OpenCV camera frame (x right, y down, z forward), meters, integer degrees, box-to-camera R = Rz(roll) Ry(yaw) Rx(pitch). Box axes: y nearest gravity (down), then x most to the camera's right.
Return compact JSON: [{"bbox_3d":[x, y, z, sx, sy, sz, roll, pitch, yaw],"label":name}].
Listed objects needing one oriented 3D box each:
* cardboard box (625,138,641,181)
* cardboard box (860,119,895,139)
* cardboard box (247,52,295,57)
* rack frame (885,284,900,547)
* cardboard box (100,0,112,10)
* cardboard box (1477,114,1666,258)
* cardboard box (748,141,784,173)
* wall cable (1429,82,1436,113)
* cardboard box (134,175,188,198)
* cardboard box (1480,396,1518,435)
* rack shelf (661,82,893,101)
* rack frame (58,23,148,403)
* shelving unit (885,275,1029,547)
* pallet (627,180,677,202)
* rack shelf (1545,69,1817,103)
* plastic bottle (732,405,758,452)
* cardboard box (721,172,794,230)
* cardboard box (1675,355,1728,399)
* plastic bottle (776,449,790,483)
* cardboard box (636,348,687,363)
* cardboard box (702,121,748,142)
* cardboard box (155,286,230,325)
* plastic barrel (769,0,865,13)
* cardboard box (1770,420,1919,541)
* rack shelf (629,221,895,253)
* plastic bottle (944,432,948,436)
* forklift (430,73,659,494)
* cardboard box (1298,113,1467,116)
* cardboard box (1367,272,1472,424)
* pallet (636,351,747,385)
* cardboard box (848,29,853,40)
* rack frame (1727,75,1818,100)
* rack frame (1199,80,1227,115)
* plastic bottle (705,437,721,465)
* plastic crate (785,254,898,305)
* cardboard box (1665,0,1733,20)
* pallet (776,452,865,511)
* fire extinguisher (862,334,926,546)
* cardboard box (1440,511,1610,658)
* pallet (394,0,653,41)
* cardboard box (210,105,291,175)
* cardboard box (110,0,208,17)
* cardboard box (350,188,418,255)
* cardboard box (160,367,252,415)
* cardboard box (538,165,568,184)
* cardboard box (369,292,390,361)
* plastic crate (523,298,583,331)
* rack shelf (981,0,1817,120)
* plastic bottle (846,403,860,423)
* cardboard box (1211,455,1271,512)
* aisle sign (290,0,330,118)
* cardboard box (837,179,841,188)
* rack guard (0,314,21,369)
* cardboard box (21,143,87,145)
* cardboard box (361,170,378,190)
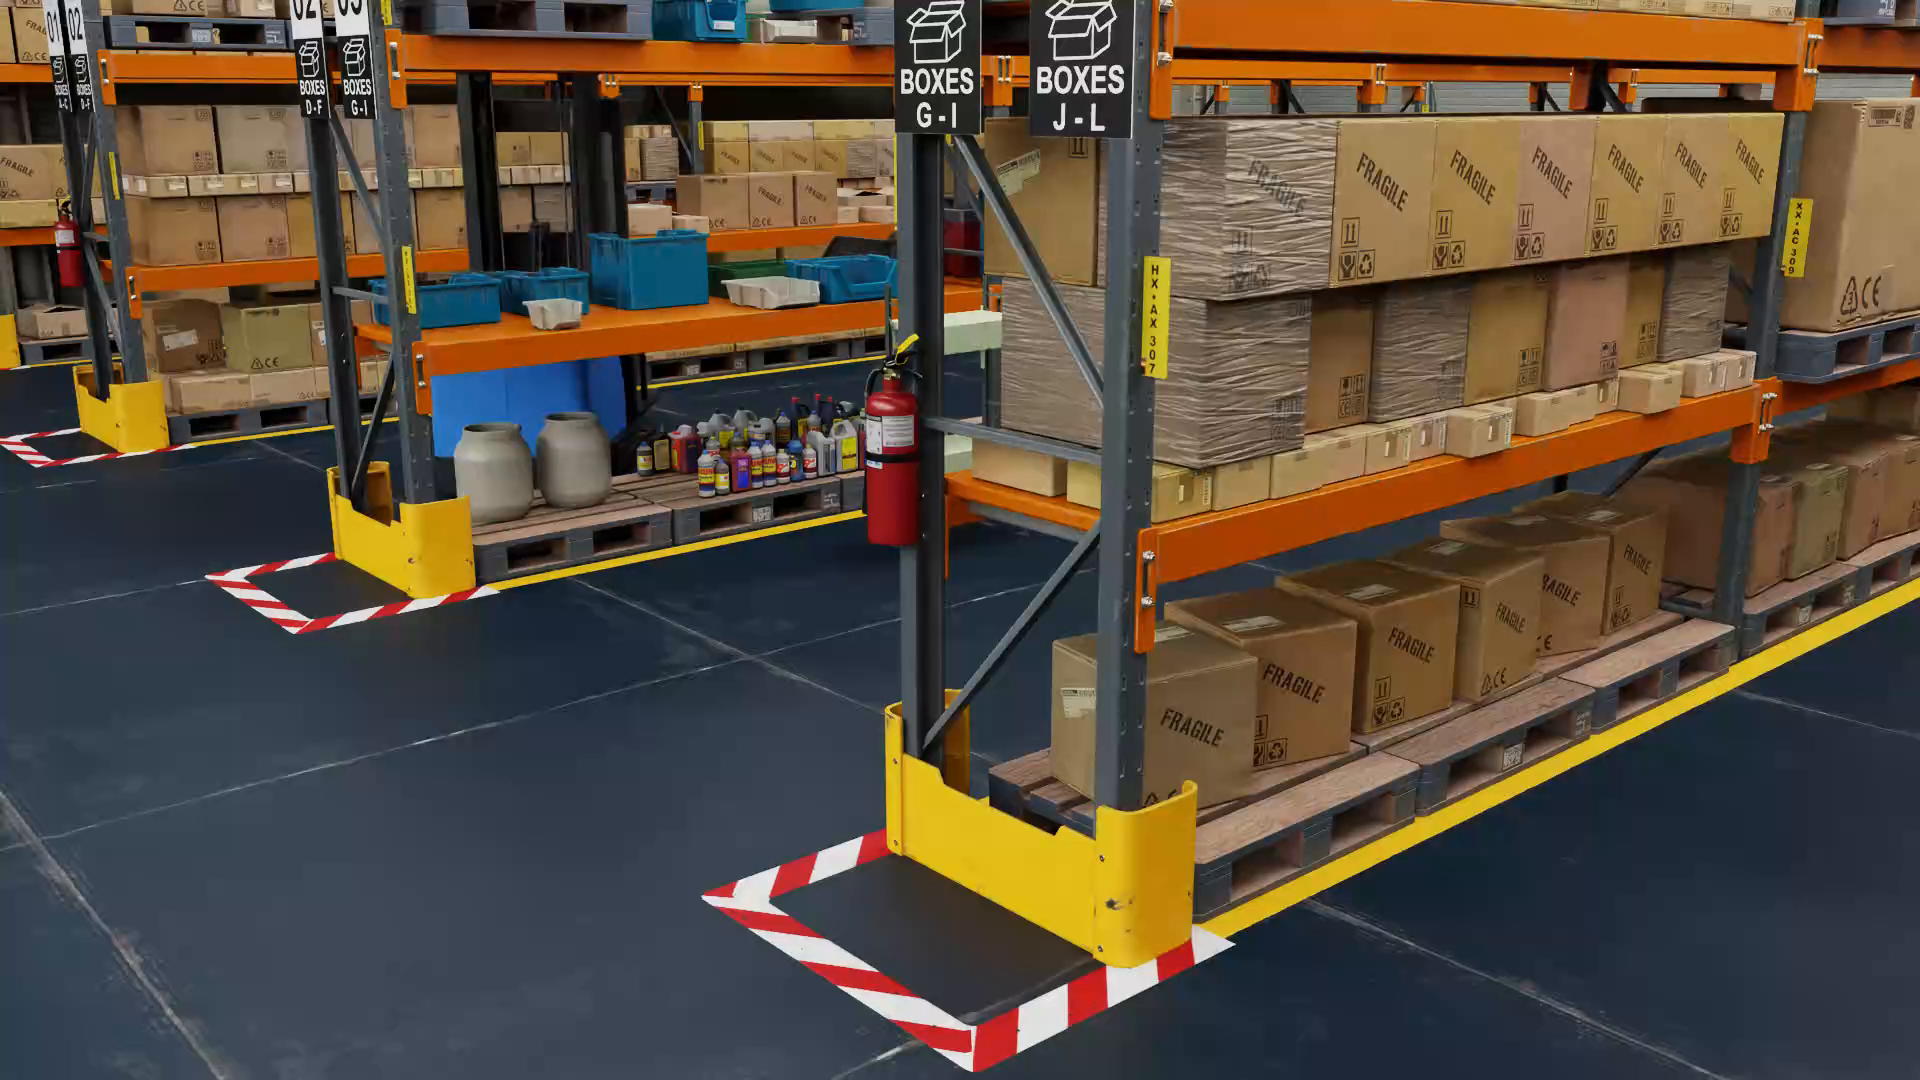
[{"bbox_3d":[-4.297,-4.621,20.190,0.700,0.500,0.500,14,20,42],"label":"cardboard box"},{"bbox_3d":[-1.104,-5.569,22.526,0.500,0.250,0.500,-12,19,-38],"label":"cardboard box"},{"bbox_3d":[-7.172,-5.154,17.188,0.500,0.500,0.500,14,20,42],"label":"cardboard box"},{"bbox_3d":[-0.281,-0.661,9.320,0.023,1.500,0.400,-13,19,-39],"label":"rack frame"},{"bbox_3d":[-8.340,-5.359,16.016,0.500,0.500,0.500,-12,19,-38],"label":"cardboard box"},{"bbox_3d":[2.279,-1.347,6.272,0.500,0.500,0.500,-13,19,-39],"label":"cardboard box"},{"bbox_3d":[-2.610,-4.863,21.333,0.500,0.500,0.500,-12,19,-38],"label":"cardboard box"},{"bbox_3d":[6.991,-8.183,28.966,0.112,2.526,3.097,-13,19,-39],"label":"wall cable"},{"bbox_3d":[-5.888,-2.609,12.253,0.250,0.149,0.380,-13,20,-40],"label":"cardboard box"},{"bbox_3d":[1.842,-0.477,6.211,0.250,0.149,0.380,-13,19,-39],"label":"cardboard box"},{"bbox_3d":[-2.037,-5.982,21.914,4.000,0.370,1.077,-13,19,-39],"label":"rack shelf"},{"bbox_3d":[-6.326,-2.223,12.258,0.127,3.000,1.000,-13,19,-39],"label":"rack frame"},{"bbox_3d":[-0.005,-0.723,9.552,0.755,1.500,0.431,-13,19,-39],"label":"shelving unit"},{"bbox_3d":[-4.013,-4.307,20.435,1.003,0.211,1.213,-13,19,-39],"label":"pallet"},{"bbox_3d":[7.484,-4.731,17.230,4.000,0.370,1.077,-13,19,-39],"label":"rack shelf"},{"bbox_3d":[-1.404,-0.708,10.869,0.185,0.351,0.144,-13,20,-40],"label":"plastic bottle"},{"bbox_3d":[-1.943,-3.249,15.909,0.500,0.500,0.500,-13,19,-39],"label":"cardboard box"},{"bbox_3d":[3.028,-0.715,7.103,0.250,0.149,0.380,-13,19,-39],"label":"cardboard box"},{"bbox_3d":[-1.096,-0.456,10.216,0.097,0.201,0.097,0,15,0],"label":"plastic bottle"},{"bbox_3d":[-2.841,-1.795,15.171,0.500,0.250,0.500,-13,20,-41],"label":"cardboard box"},{"bbox_3d":[-3.012,-5.137,20.907,0.500,0.250,0.500,-12,19,-38],"label":"cardboard box"},{"bbox_3d":[-7.983,-2.502,17.295,0.500,0.500,0.700,-14,21,-43],"label":"cardboard box"},{"bbox_3d":[-0.881,-3.682,10.123,0.708,0.901,0.600,-13,19,-39],"label":"plastic barrel"},{"bbox_3d":[4.884,-0.342,9.210,0.500,0.500,0.700,-11,18,-35],"label":"cardboard box"},{"bbox_3d":[-1.800,-2.891,16.156,4.000,0.370,1.077,-13,19,-39],"label":"rack shelf"},{"bbox_3d":[-0.129,-0.674,11.029,0.097,0.201,0.097,0,15,0],"label":"plastic bottle"},{"bbox_3d":[-2.806,-2.025,11.651,1.130,2.935,3.031,0,15,1],"label":"forklift"},{"bbox_3d":[1.562,-1.363,6.332,0.500,0.500,0.500,-13,19,-39],"label":"cardboard box"},{"bbox_3d":[1.311,-0.758,6.003,0.500,0.500,0.875,-13,19,-39],"label":"cardboard box"},{"bbox_3d":[-2.778,-1.685,15.650,1.213,0.211,1.003,-13,19,-39],"label":"pallet"},{"bbox_3d":[-0.980,-4.977,16.235,0.500,0.250,0.500,-12,19,-38],"label":"cardboard box"},{"bbox_3d":[8.993,-3.968,18.793,0.127,3.000,1.000,-13,19,-39],"label":"rack frame"},{"bbox_3d":[2.727,-4.255,19.868,0.127,3.000,1.000,-13,19,-39],"label":"rack frame"},{"bbox_3d":[-1.571,-0.554,10.583,0.097,0.201,0.097,0,15,0],"label":"plastic bottle"},{"bbox_3d":[-0.716,-1.623,10.302,0.616,0.251,0.499,-13,19,-39],"label":"plastic crate"},{"bbox_3d":[2.618,-2.133,6.402,0.500,0.250,0.500,-12,19,-38],"label":"cardboard box"},{"bbox_3d":[-0.594,-0.482,11.147,1.213,0.211,1.003,-13,19,-39],"label":"pallet"},{"bbox_3d":[-0.215,-0.326,5.309,0.183,0.674,0.296,-13,19,-39],"label":"fire extinguisher"},{"bbox_3d":[2.437,0.192,7.248,0.500,0.500,0.500,-6,16,-22],"label":"cardboard box"},{"bbox_3d":[-2.389,-2.737,8.736,1.213,0.211,1.003,-13,19,-39],"label":"pallet"},{"bbox_3d":[-5.532,-3.073,12.735,0.500,0.500,0.700,-13,20,-41],"label":"cardboard box"},{"bbox_3d":[-5.890,-4.089,12.147,0.637,0.503,0.797,-11,18,-36],"label":"cardboard box"},{"bbox_3d":[-4.799,-2.610,13.516,0.500,0.500,0.700,-12,19,-38],"label":"cardboard box"},{"bbox_3d":[-5.775,-1.145,12.737,0.500,0.250,0.500,-13,19,-39],"label":"cardboard box"},{"bbox_3d":[-3.561,-3.133,14.214,0.250,0.149,0.380,-13,20,-41],"label":"cardboard box"},{"bbox_3d":[-4.642,-1.760,13.589,0.500,0.500,0.500,-13,19,-39],"label":"cardboard box"},{"bbox_3d":[-2.191,-1.219,9.013,0.250,0.136,0.298,-13,19,-39],"label":"plastic crate"},{"bbox_3d":[1.683,-1.734,6.010,4.000,0.370,1.077,-13,19,-39],"label":"rack shelf"},{"bbox_3d":[-0.743,-0.786,11.291,0.133,0.283,0.061,-13,19,-39],"label":"plastic bottle"},{"bbox_3d":[0.747,-0.212,5.220,0.250,0.149,0.380,-13,19,-39],"label":"cardboard box"},{"bbox_3d":[-3.326,-2.559,8.481,0.004,0.787,0.394,-13,19,-39],"label":"aisle sign"},{"bbox_3d":[-1.792,-4.746,22.152,0.250,0.149,0.380,-12,19,-38],"label":"cardboard box"},{"bbox_3d":[-9.523,-1.991,16.237,0.348,0.500,1.175,-13,19,-39],"label":"rack guard"},{"bbox_3d":[-8.978,-3.690,16.552,0.500,0.500,0.500,-12,19,-39],"label":"cardboard box"},{"bbox_3d":[-4.728,-2.869,13.228,0.250,0.149,0.380,-12,19,-39],"label":"cardboard box"}]
